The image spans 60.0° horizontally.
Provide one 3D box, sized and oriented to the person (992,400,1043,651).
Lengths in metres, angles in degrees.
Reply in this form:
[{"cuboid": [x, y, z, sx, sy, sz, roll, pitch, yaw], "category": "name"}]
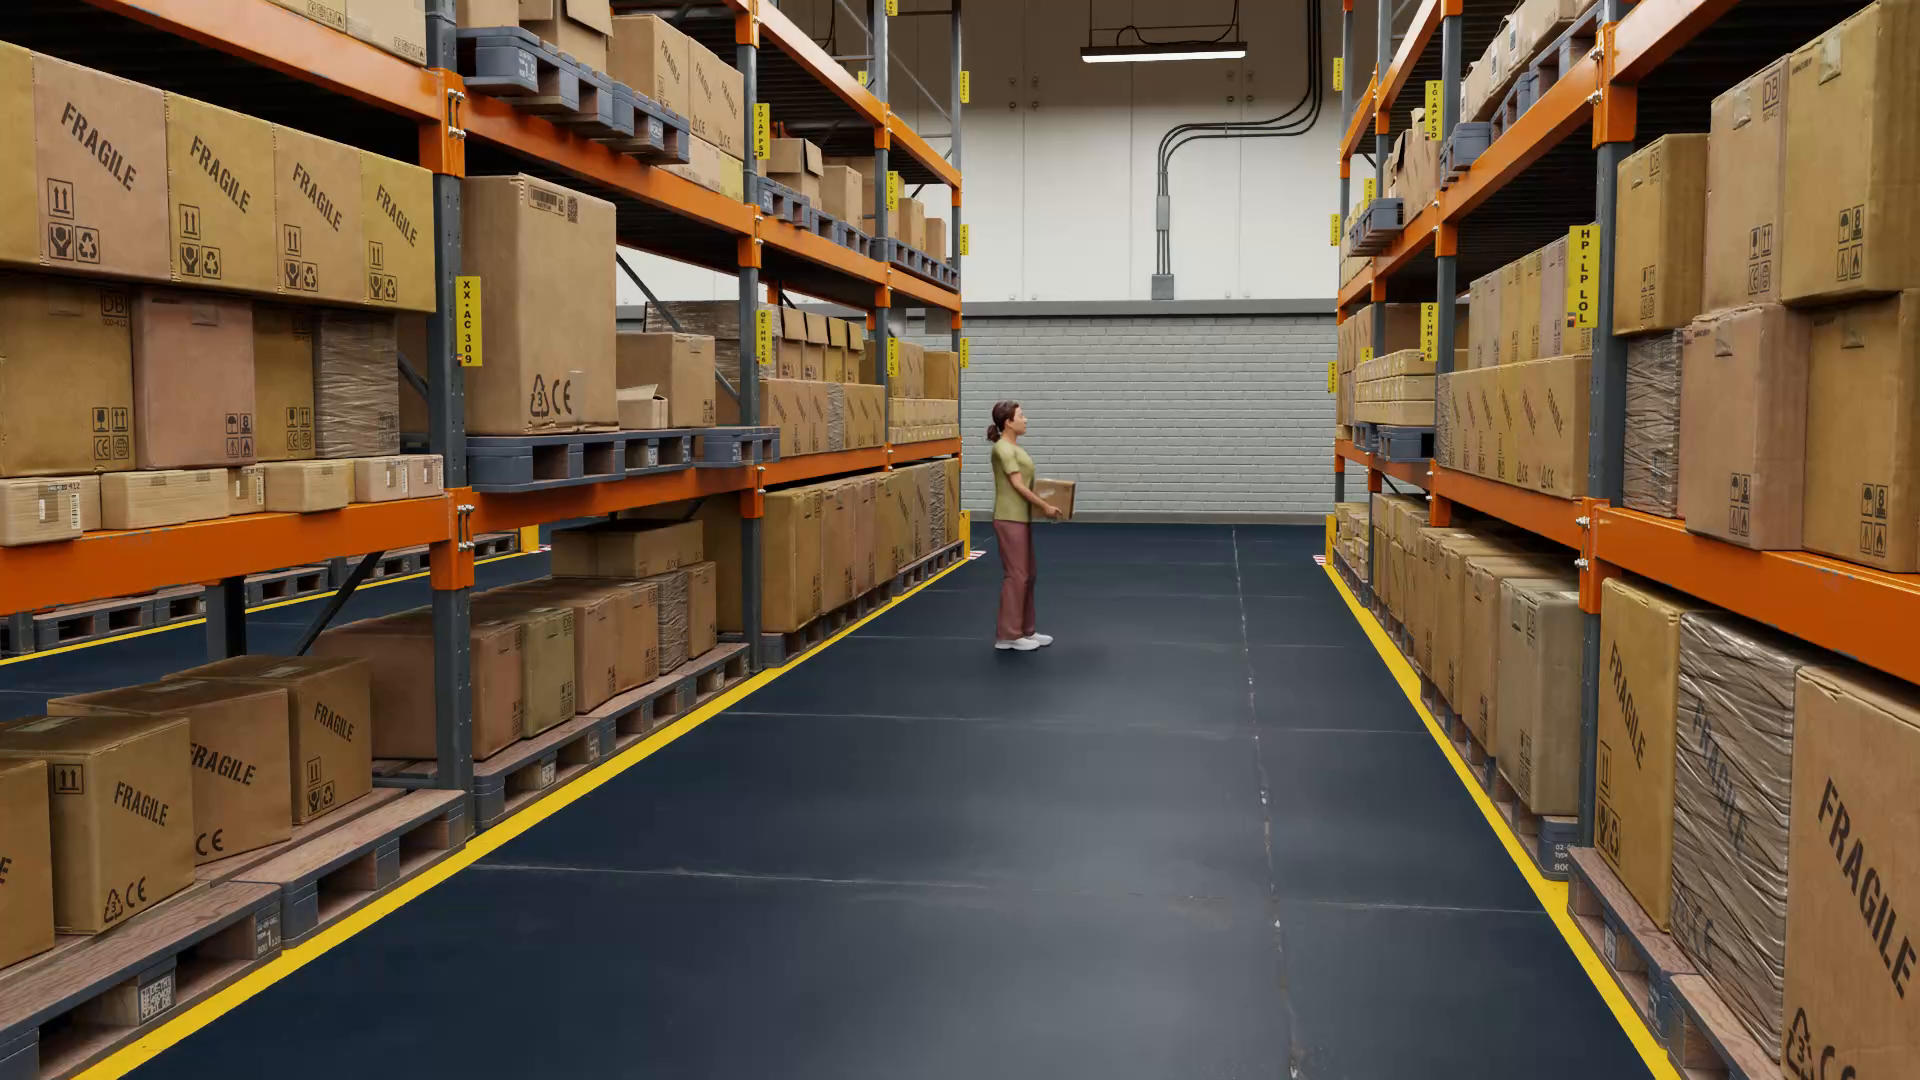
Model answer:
[{"cuboid": [0.421, -0.110, 11.236, 0.407, 1.673, 0.518, 0, 5, 6], "category": "person"}]
